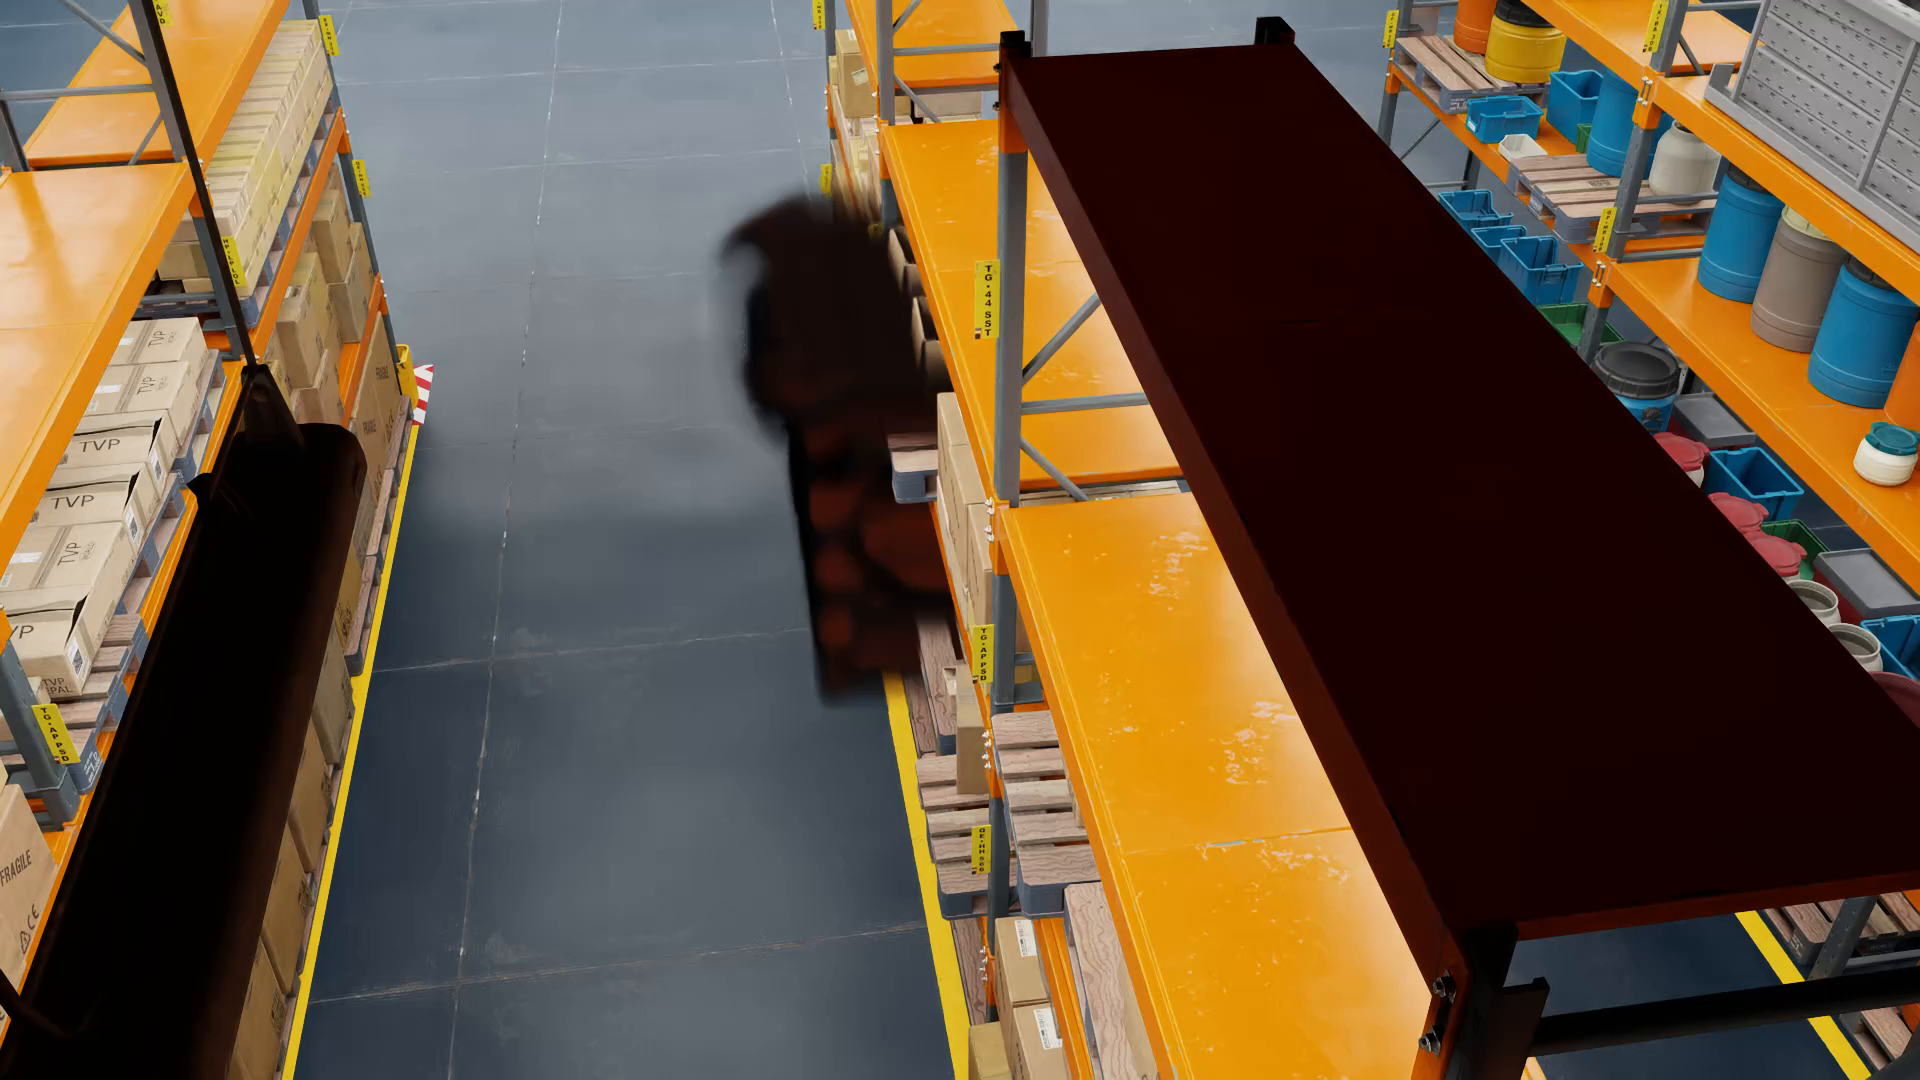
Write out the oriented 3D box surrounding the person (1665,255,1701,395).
[{"bbox_3d":[6.337,-1.863,14.510,0.595,1.824,0.591,8,37,11],"label":"person"}]
